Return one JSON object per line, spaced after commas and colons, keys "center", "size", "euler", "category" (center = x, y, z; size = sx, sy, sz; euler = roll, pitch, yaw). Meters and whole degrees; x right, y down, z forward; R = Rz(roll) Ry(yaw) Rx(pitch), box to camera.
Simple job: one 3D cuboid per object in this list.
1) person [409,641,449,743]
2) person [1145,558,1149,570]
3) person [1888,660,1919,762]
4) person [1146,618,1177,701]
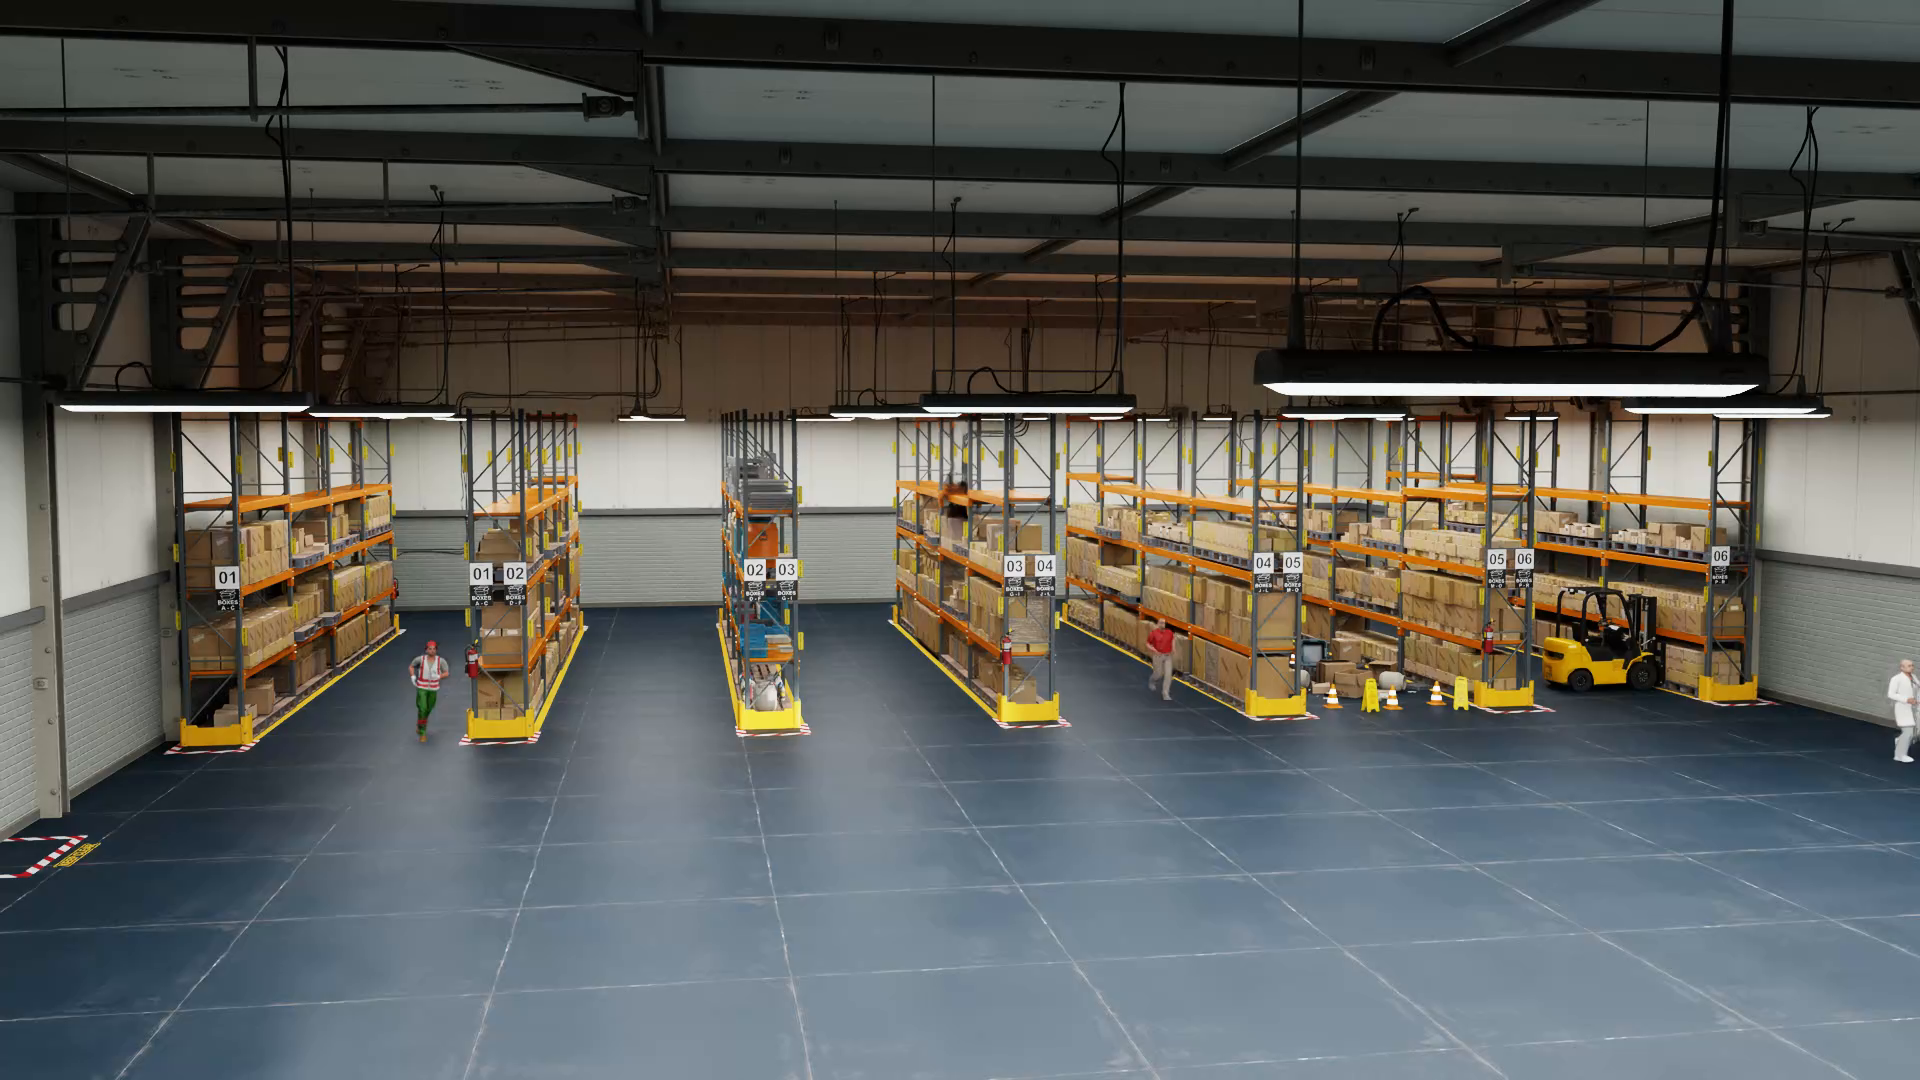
{"center": [-9.666, 2.737, 30.313], "size": [0.682, 1.811, 0.908], "euler": [-2, 4, -27], "category": "person"}
{"center": [5.543, 1.363, 50.208], "size": [0.922, 1.696, 0.614], "euler": [-1, 4, -20], "category": "person"}
{"center": [16.037, 2.890, 28.088], "size": [0.703, 1.730, 0.650], "euler": [-1, 4, -17], "category": "person"}
{"center": [4.221, 2.466, 34.640], "size": [0.678, 1.692, 0.917], "euler": [-1, 4, -12], "category": "person"}
